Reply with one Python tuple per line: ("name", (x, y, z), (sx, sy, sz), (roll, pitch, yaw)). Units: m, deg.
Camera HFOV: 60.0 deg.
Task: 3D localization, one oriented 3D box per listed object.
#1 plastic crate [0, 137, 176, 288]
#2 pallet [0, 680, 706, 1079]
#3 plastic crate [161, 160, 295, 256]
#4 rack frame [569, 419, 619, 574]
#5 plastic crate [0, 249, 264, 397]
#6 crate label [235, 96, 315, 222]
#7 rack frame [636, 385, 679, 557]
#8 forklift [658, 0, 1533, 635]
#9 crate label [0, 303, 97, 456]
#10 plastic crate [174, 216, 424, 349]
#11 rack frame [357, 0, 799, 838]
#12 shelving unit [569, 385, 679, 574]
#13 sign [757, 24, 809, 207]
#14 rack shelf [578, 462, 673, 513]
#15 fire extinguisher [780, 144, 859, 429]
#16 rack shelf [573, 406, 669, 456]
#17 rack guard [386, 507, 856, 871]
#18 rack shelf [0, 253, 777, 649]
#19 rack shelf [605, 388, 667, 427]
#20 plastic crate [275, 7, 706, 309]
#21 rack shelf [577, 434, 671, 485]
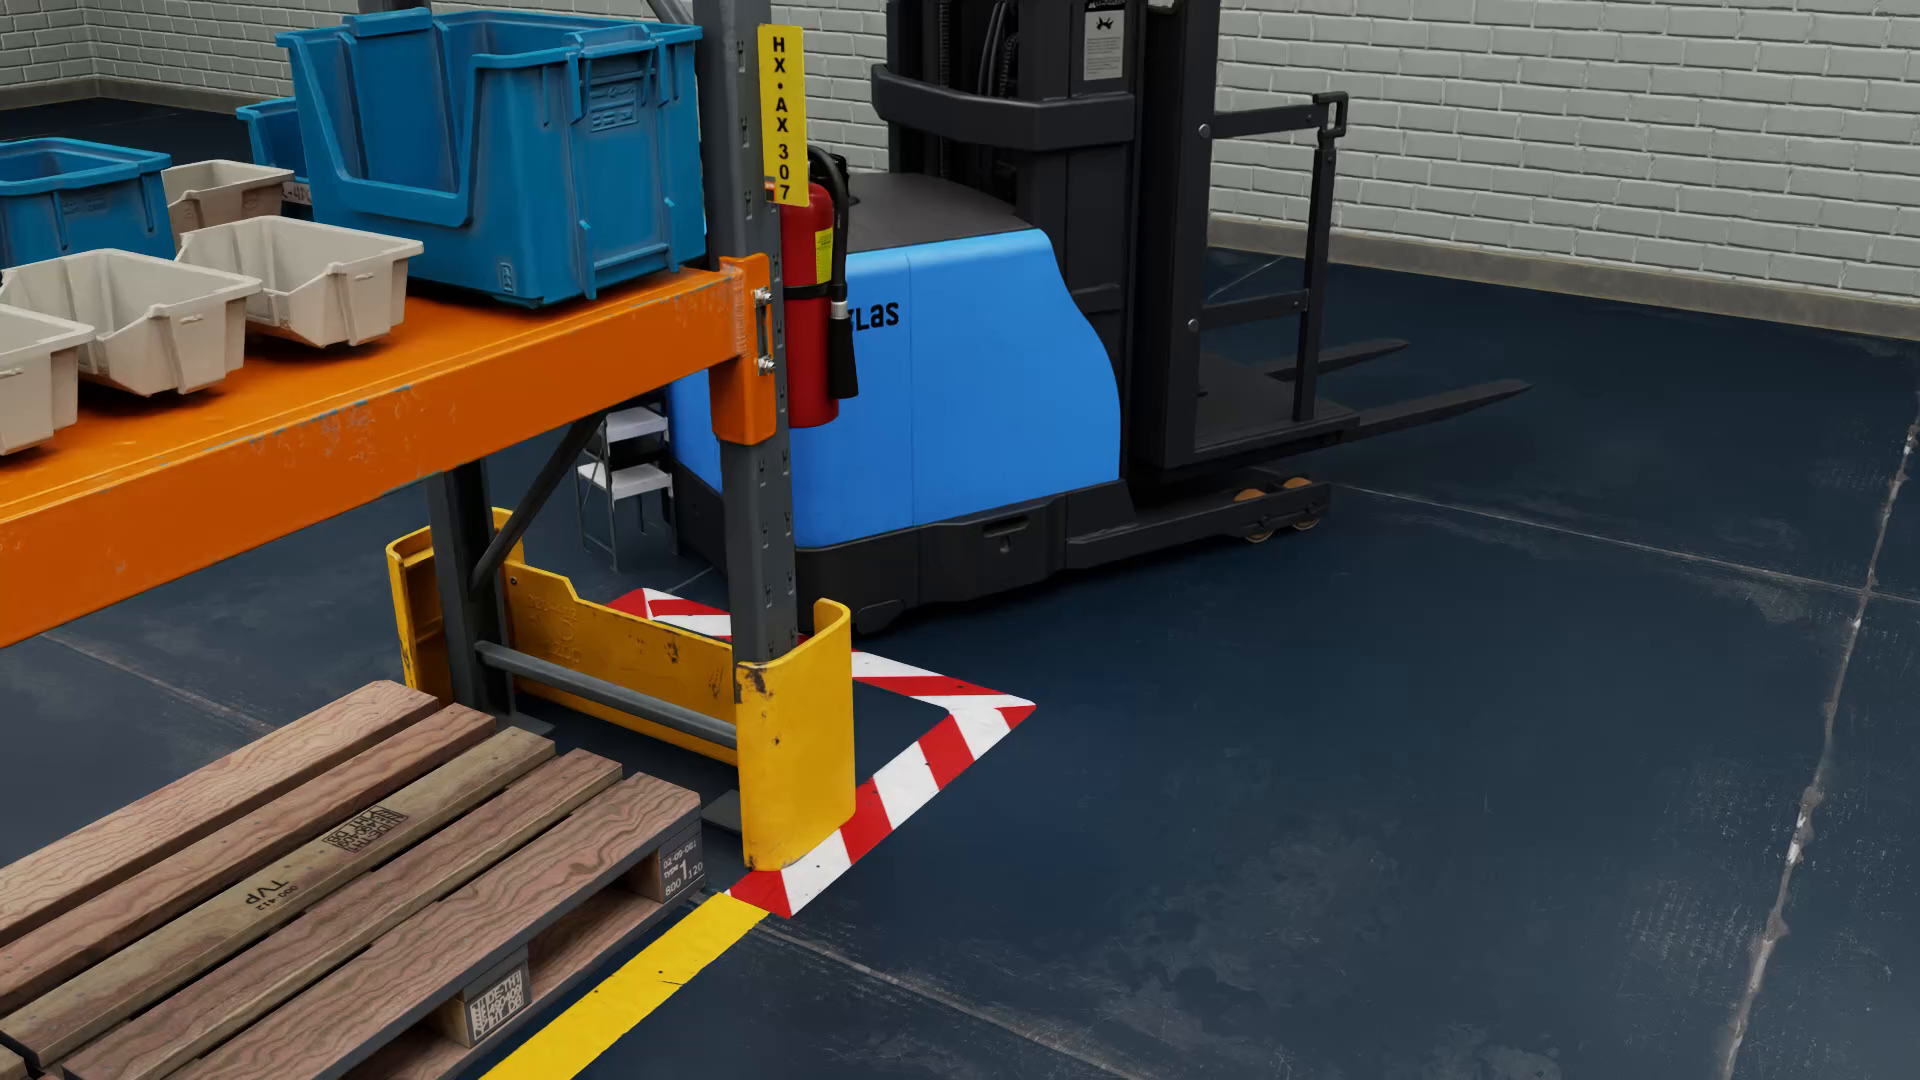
("plastic crate", (-1.560, -0.534, 2.843), (0.416, 0.233, 0.300), (14, 27, 29))
("pallet", (-1.271, 0.730, 3.297), (1.003, 0.211, 1.213), (14, 27, 29))
("plastic crate", (-1.452, -0.621, 3.165), (0.250, 0.136, 0.298), (14, 27, 29))
("rack frame", (-1.105, -0.349, 4.922), (0.006, 0.900, 0.240), (-18, 29, -35))
("plastic crate", (-1.244, -0.318, 2.466), (0.396, 0.136, 0.243), (14, 27, 29))
("crate label", (-1.213, -0.756, 3.356), (0.416, 0.233, 0.303), (14, 27, 29))
("rack frame", (-0.946, -0.399, 5.038), (0.006, 0.900, 0.240), (-18, 29, -35))
("forklift", (0.592, -1.503, 5.033), (3.031, 2.935, 1.130), (-13, 27, -28))
("crate label", (-1.370, -0.219, 2.237), (0.396, 0.136, 0.243), (14, 27, 29))
("plastic crate", (-1.079, -0.413, 2.685), (0.396, 0.136, 0.243), (14, 27, 29))
("rack frame", (-0.803, -0.820, 3.368), (1.000, 3.000, 0.127), (14, 27, 29))
("shelving unit", (-1.025, -0.374, 4.980), (0.210, 0.900, 0.258), (-18, 29, -35))
("sign", (-0.327, -0.785, 3.082), (0.100, 0.325, 0.005), (14, 27, 29))
("rack shelf", (-1.025, -0.178, 5.065), (0.200, 0.077, 0.258), (-18, 29, -35))
("fire extinguisher", (-0.337, -0.569, 3.355), (0.296, 0.674, 0.183), (14, 27, 29))
("rack shelf", (-1.025, -0.343, 4.993), (0.200, 0.077, 0.258), (-18, 29, -35))
("rack guard", (-0.801, 0.317, 3.889), (1.175, 0.500, 0.348), (14, 27, 29))
("rack shelf", (-1.858, 0.186, 1.951), (1.077, 0.370, 4.000), (14, 27, 29))
("rack shelf", (-1.025, -0.426, 4.958), (0.200, 0.077, 0.258), (-18, 29, -35))
("plastic crate", (-0.821, -0.711, 2.997), (0.616, 0.435, 0.499), (14, 27, 29))
("rack shelf", (-1.025, -0.261, 5.029), (0.200, 0.077, 0.258), (-18, 29, -35))
